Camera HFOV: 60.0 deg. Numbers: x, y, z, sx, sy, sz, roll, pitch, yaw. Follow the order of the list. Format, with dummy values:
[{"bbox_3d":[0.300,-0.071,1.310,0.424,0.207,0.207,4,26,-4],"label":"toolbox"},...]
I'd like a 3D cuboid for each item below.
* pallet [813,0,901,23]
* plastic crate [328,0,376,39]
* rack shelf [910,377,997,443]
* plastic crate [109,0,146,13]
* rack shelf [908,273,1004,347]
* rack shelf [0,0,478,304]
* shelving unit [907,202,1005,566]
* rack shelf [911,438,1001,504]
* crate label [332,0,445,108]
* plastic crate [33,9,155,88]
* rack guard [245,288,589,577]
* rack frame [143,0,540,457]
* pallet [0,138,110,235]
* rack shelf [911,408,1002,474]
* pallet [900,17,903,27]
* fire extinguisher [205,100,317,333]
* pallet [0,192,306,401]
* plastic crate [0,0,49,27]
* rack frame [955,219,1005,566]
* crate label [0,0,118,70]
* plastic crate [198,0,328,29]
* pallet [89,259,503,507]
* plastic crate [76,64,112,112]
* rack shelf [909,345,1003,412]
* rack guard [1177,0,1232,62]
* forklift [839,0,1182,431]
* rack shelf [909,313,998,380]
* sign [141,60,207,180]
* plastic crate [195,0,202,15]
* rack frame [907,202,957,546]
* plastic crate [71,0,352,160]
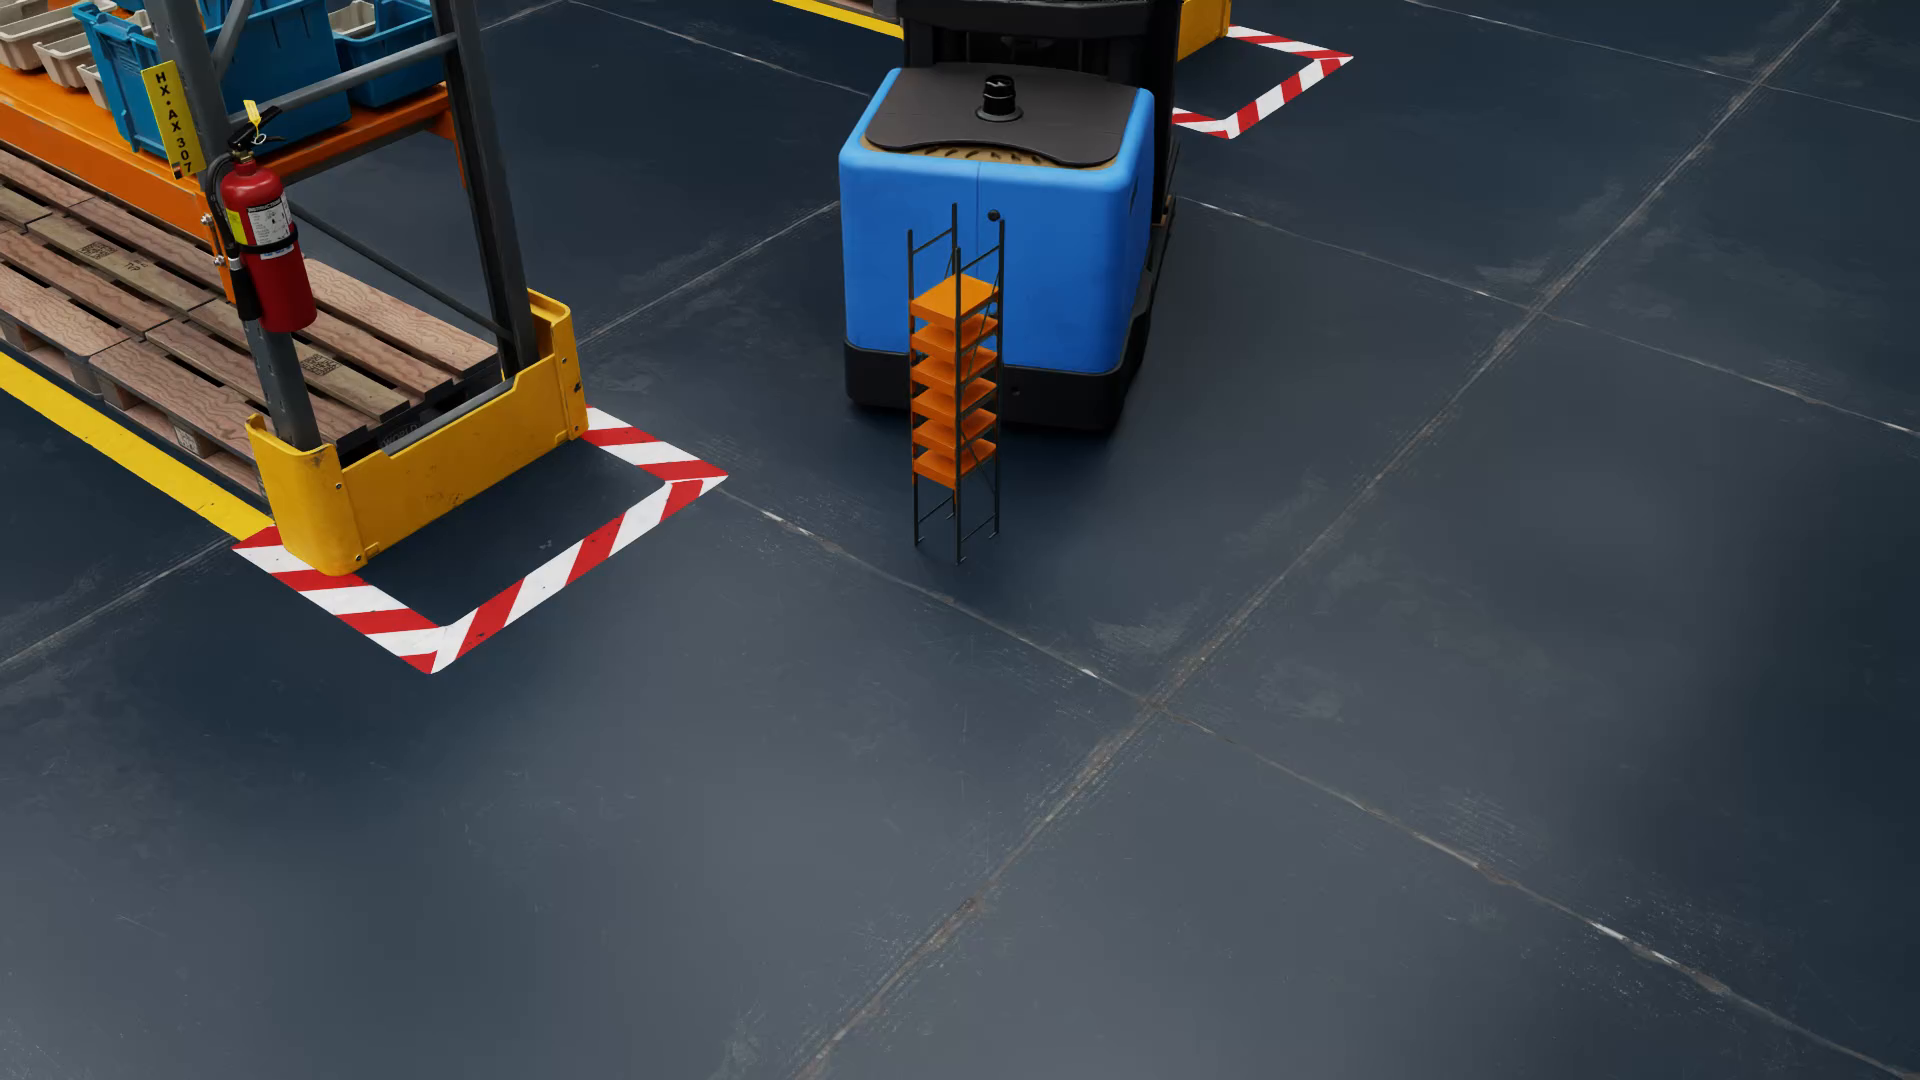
[{"bbox_3d":[-0.543,-3.504,10.055,1.213,0.211,1.003,25,45,29],"label":"pallet"},{"bbox_3d":[-2.097,-1.728,5.690,0.298,0.136,0.250,25,45,29],"label":"plastic crate"},{"bbox_3d":[-0.012,-0.443,5.414,0.180,0.103,0.258,25,45,29],"label":"rack shelf"},{"bbox_3d":[-2.938,-2.099,6.085,0.300,0.233,0.416,25,45,29],"label":"plastic crate"},{"bbox_3d":[-0.012,-0.726,5.192,0.180,0.103,0.258,25,45,29],"label":"rack shelf"},{"bbox_3d":[-3.485,-1.860,6.276,4.000,0.370,1.077,25,45,29],"label":"rack shelf"},{"bbox_3d":[-0.012,-0.478,5.387,0.189,1.200,0.258,25,45,29],"label":"shelving unit"},{"bbox_3d":[-0.012,-0.254,5.562,0.180,0.103,0.258,25,45,29],"label":"rack shelf"},{"bbox_3d":[-1.892,-1.606,5.455,0.303,0.233,0.416,25,45,29],"label":"crate label"},{"bbox_3d":[-2.876,-1.647,5.585,0.243,0.136,0.396,25,45,29],"label":"plastic crate"},{"bbox_3d":[-1.869,-0.407,5.865,0.348,0.500,1.175,25,45,29],"label":"rack guard"},{"bbox_3d":[-1.896,-1.394,5.098,0.127,3.000,1.000,25,45,29],"label":"rack frame"},{"bbox_3d":[-4.466,-1.538,7.543,1.213,0.211,1.003,25,45,29],"label":"pallet"},{"bbox_3d":[-0.012,-0.348,5.488,0.180,0.103,0.258,25,45,29],"label":"rack shelf"},{"bbox_3d":[0.422,-3.047,9.471,1.213,0.211,1.003,25,45,29],"label":"pallet"},{"bbox_3d":[-2.053,-0.938,4.880,0.183,0.674,0.296,25,45,29],"label":"fire extinguisher"},{"bbox_3d":[-3.493,-1.081,6.960,1.213,0.211,1.003,25,45,29],"label":"pallet"},{"bbox_3d":[-3.358,-1.841,5.833,0.250,0.136,0.298,25,45,29],"label":"plastic crate"},{"bbox_3d":[0.061,-0.444,5.343,0.006,1.200,0.240,25,45,29],"label":"rack frame"},{"bbox_3d":[-3.112,-1.739,5.703,0.243,0.136,0.396,25,45,29],"label":"crate label"},{"bbox_3d":[-2.415,-1.852,5.770,0.300,0.233,0.416,25,45,29],"label":"plastic crate"},{"bbox_3d":[-2.528,-0.624,6.376,1.213,0.211,1.003,25,45,29],"label":"pallet"},{"bbox_3d":[-2.654,-1.531,5.437,0.243,0.136,0.396,25,45,29],"label":"plastic crate"},{"bbox_3d":[-0.012,-0.537,5.340,0.180,0.103,0.258,25,45,29],"label":"rack shelf"},{"bbox_3d":[1.056,-2.863,9.001,0.348,0.500,1.175,25,45,29],"label":"rack guard"},{"bbox_3d":[0.366,-2.469,6.526,1.130,2.935,3.031,7,39,9],"label":"forklift"},{"bbox_3d":[-0.012,-0.632,5.266,0.180,0.103,0.258,25,45,29],"label":"rack shelf"},{"bbox_3d":[-2.218,-1.183,4.696,0.005,0.325,0.100,25,45,29],"label":"sign"},{"bbox_3d":[-2.636,-1.983,6.014,0.298,0.136,0.250,25,45,29],"label":"plastic crate"},{"bbox_3d":[-0.084,-0.512,5.431,0.006,1.200,0.240,25,45,29],"label":"rack frame"},{"bbox_3d":[-2.276,-1.466,5.112,0.499,0.435,0.616,25,45,29],"label":"plastic crate"}]
